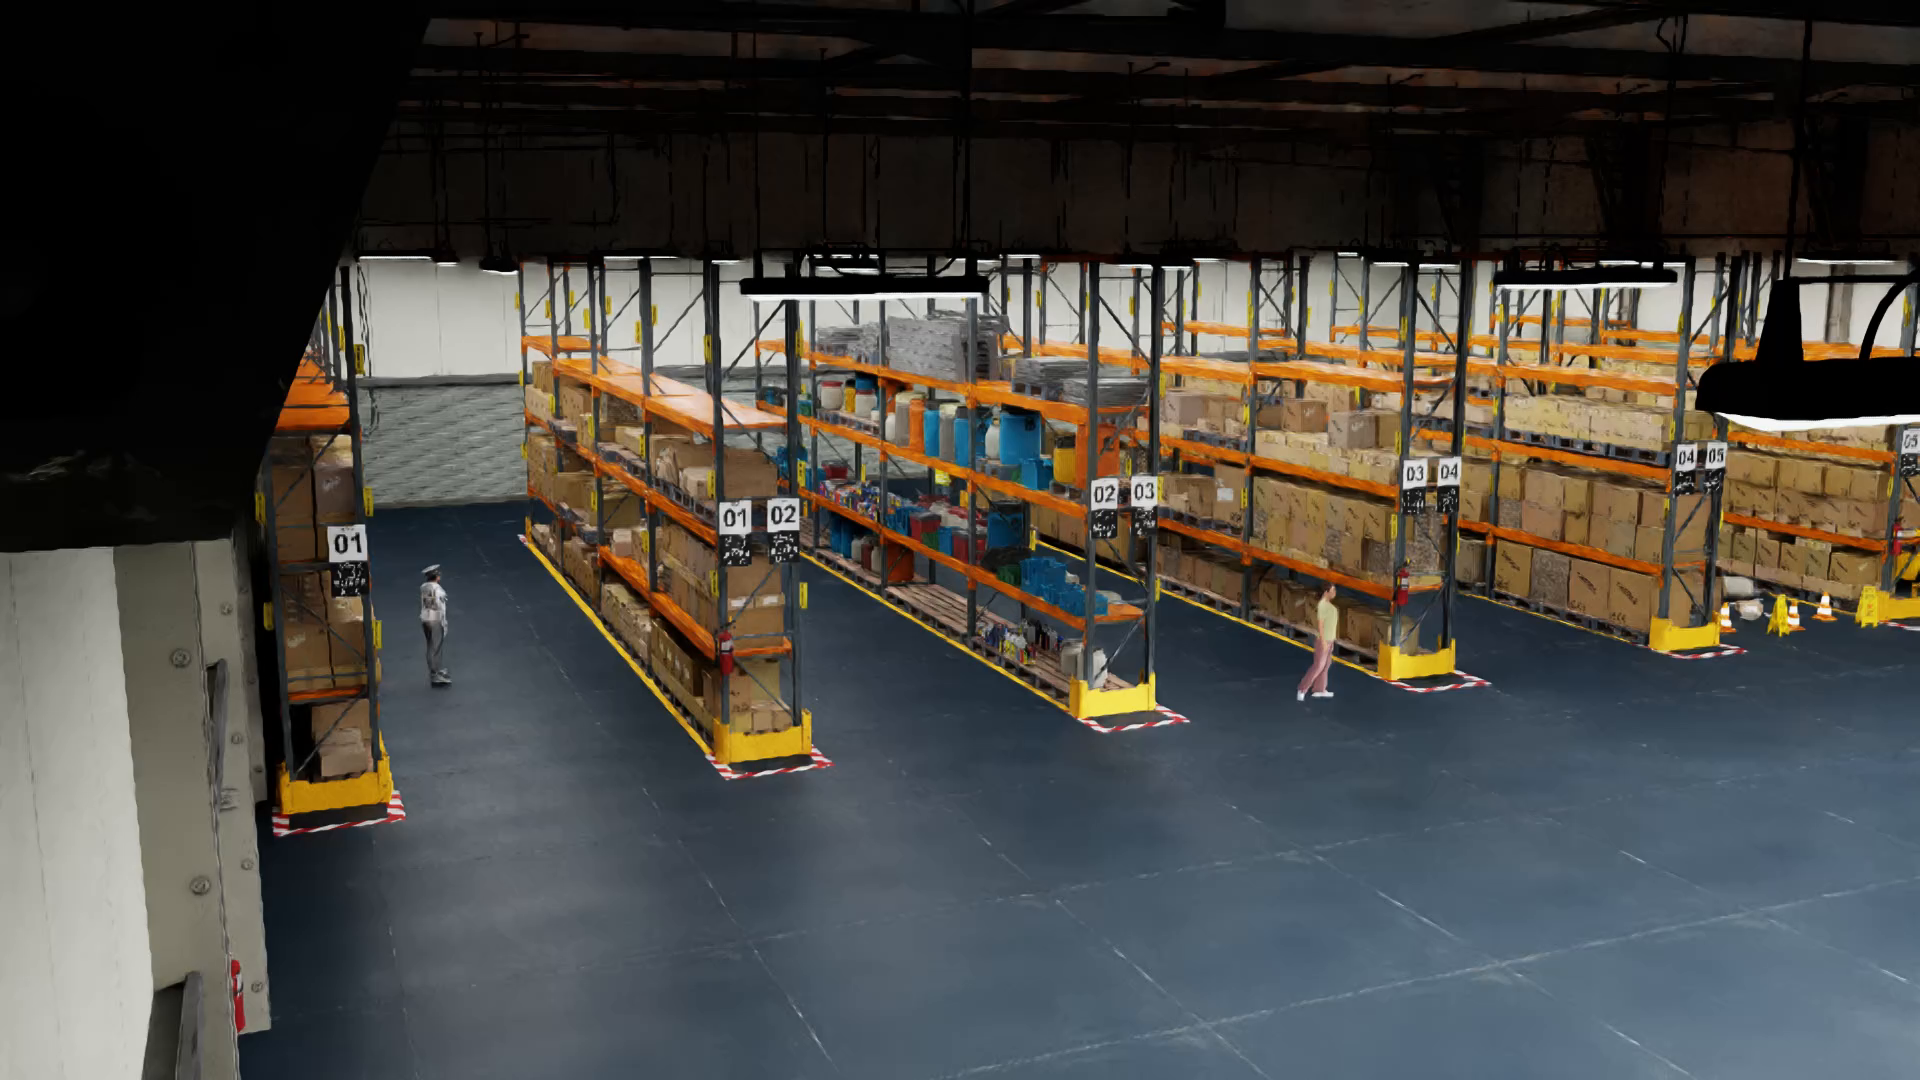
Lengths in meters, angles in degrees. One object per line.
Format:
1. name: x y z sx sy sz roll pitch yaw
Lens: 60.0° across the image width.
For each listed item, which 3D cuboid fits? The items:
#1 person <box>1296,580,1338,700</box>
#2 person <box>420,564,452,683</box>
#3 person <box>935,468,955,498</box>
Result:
1. person: 4.910 1.386 22.864 0.474 1.666 0.654 5 11 24
2. person: -7.501 1.182 23.844 0.553 1.684 0.433 9 13 39
3. person: -0.350 -1.258 36.908 0.632 1.768 0.452 8 13 36
